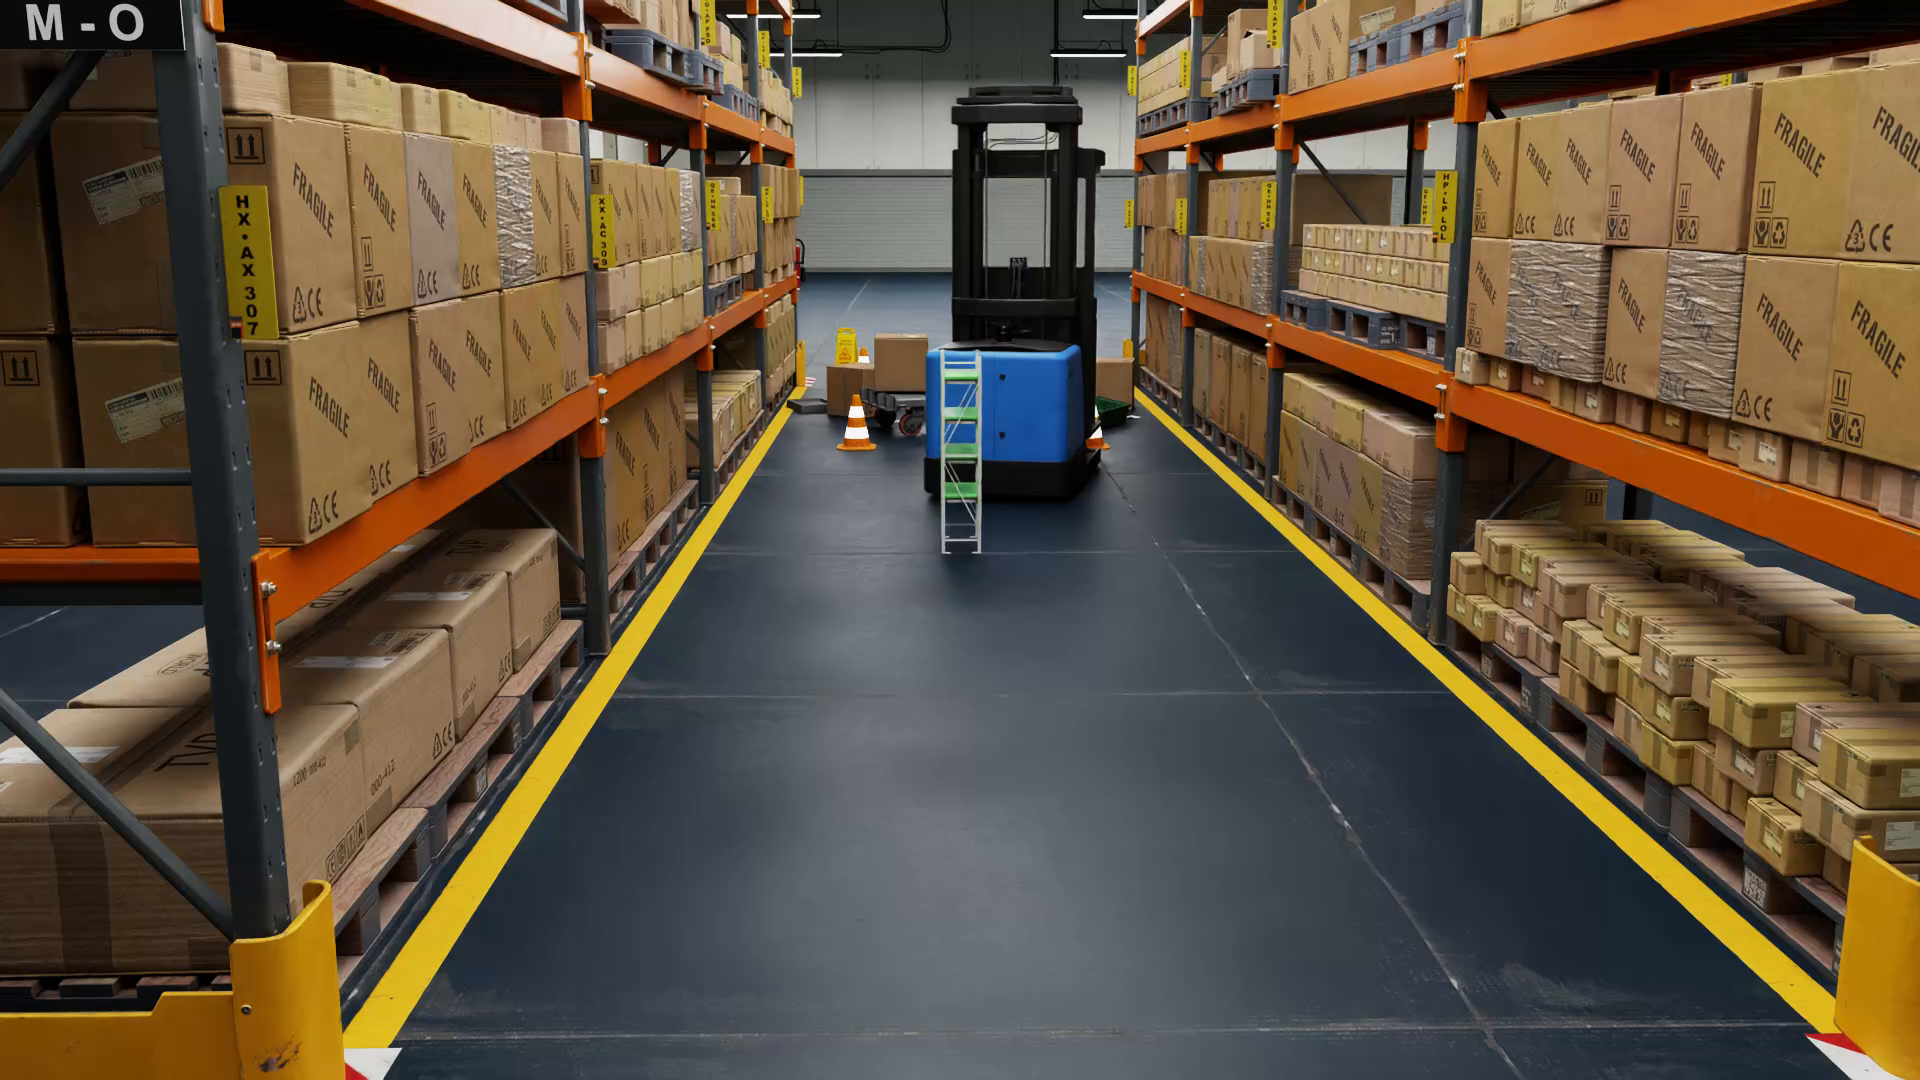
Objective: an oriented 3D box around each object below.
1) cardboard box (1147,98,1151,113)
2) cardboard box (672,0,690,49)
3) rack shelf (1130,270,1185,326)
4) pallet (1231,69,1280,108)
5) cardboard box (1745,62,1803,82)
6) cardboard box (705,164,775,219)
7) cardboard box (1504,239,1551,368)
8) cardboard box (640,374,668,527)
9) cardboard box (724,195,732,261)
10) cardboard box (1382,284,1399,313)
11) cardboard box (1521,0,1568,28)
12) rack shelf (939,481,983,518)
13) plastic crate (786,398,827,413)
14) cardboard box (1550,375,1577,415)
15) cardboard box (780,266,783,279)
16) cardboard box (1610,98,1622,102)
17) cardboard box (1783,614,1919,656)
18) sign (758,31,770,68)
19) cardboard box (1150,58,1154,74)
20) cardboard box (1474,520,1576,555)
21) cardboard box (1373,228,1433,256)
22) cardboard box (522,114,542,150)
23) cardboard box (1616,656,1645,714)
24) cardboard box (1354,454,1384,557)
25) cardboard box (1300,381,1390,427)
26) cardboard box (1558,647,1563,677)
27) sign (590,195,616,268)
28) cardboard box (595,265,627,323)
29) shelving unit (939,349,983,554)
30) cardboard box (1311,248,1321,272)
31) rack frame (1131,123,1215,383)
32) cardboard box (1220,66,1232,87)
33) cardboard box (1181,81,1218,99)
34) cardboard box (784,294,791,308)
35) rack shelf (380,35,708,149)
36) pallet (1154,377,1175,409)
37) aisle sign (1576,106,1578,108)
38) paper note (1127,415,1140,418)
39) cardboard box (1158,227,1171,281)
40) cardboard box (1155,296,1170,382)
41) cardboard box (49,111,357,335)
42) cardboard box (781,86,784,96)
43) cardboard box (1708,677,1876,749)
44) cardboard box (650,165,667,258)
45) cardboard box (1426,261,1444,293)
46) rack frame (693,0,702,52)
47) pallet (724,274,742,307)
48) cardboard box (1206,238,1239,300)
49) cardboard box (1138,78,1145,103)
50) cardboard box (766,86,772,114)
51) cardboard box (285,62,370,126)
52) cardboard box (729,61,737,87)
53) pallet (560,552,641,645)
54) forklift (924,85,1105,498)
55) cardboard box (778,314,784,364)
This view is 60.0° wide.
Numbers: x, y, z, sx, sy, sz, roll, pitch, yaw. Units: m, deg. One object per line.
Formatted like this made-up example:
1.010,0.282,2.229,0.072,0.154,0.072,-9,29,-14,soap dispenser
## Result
2.239,-4.733,18.122,0.380,0.149,0.250,0,11,-1,cardboard box
-2.035,-3.249,10.179,0.700,0.500,0.500,-1,11,-4,cardboard box
2.577,-2.601,17.645,1.077,0.370,4.000,0,11,-1,rack shelf
2.635,-3.266,12.044,1.213,0.211,1.003,0,11,1,pallet
7.490,-4.189,14.802,0.797,0.503,0.637,-1,11,-4,cardboard box
-2.121,-3.289,15.711,0.700,0.500,0.500,0,11,-2,cardboard box
2.560,-0.963,6.760,0.500,0.500,0.500,0,11,-1,cardboard box
-2.300,-0.570,10.112,0.875,0.875,0.875,0,11,0,cardboard box
-2.059,-2.420,12.890,0.500,0.500,0.500,0,11,0,cardboard box
2.552,-1.333,9.160,0.380,0.149,0.250,-1,11,-4,cardboard box
2.549,-2.170,6.542,0.500,0.250,0.500,0,11,-2,cardboard box
0.003,-0.257,10.338,0.258,0.148,0.480,0,11,-1,rack shelf
-1.541,-1.400,17.259,0.402,0.080,0.583,-4,12,-21,plastic crate
2.540,-0.577,6.489,0.380,0.149,0.250,0,11,0,cardboard box
-2.093,-2.860,17.744,0.380,0.149,0.250,0,11,-2,cardboard box
7.244,-4.683,17.929,0.380,0.149,0.250,0,11,-1,cardboard box
3.148,0.362,5.847,0.380,0.149,0.250,0,11,0,cardboard box
-1.773,-4.435,15.040,0.100,0.325,0.005,0,11,-1,sign
2.245,-5.074,17.799,0.380,0.149,0.250,0,11,-2,cardboard box
2.584,0.003,7.616,0.380,0.149,0.250,0,11,1,cardboard box
2.554,-1.678,9.365,0.380,0.149,0.250,-1,11,-4,cardboard box
-1.942,-1.669,6.846,0.380,0.149,0.250,0,11,0,cardboard box
2.547,0.514,5.847,0.380,0.149,0.250,0,11,2,cardboard box
2.506,-0.195,9.204,0.500,0.500,0.500,-1,11,-2,cardboard box
2.484,-0.870,10.649,0.500,0.250,0.500,0,11,-2,cardboard box
2.628,0.505,6.639,0.380,0.149,0.250,-1,11,-4,cardboard box
-1.608,-1.391,7.494,0.100,0.325,0.005,0,11,-1,sign
-1.890,-1.185,7.978,0.500,0.250,0.500,-1,11,-3,cardboard box
0.003,-0.555,10.278,0.258,1.200,0.503,0,11,-1,shelving unit
2.518,-1.838,10.904,0.380,0.149,0.250,0,11,2,cardboard box
2.536,-3.351,19.533,1.000,3.000,0.127,0,11,-1,rack frame
2.388,-3.878,13.910,0.380,0.149,0.250,0,11,-1,cardboard box
2.291,-4.229,15.639,0.380,0.149,0.250,0,11,-1,cardboard box
-2.059,-2.623,18.288,0.380,0.149,0.250,0,11,0,cardboard box
-2.204,-2.440,9.308,1.077,0.370,4.000,0,11,-1,rack shelf
2.653,-1.584,17.836,1.003,0.211,1.213,0,11,-1,pallet
7.196,-4.636,19.330,0.394,0.787,0.004,0,11,-1,aisle sign
1.699,-1.231,16.549,0.147,0.020,0.142,-10,15,-40,paper note
2.560,-3.025,17.547,0.875,0.550,0.500,0,11,-1,cardboard box
2.636,-2.206,18.177,0.875,0.875,0.875,0,11,-2,cardboard box
-1.805,-0.766,4.023,0.500,0.500,0.500,0,11,-2,cardboard box
-2.118,-4.880,18.152,0.380,0.149,0.250,0,11,-2,cardboard box
2.522,0.524,5.050,0.380,0.149,0.250,0,11,-2,cardboard box
-1.948,-1.856,9.399,0.500,0.500,0.500,0,11,-2,cardboard box
2.572,-1.325,8.372,0.380,0.149,0.250,0,11,-1,cardboard box
-2.246,-4.660,10.898,1.000,3.000,0.127,0,11,-1,rack frame
-2.327,-2.020,13.453,1.003,0.211,1.213,0,11,-1,pallet
2.379,-2.300,14.098,0.500,0.500,0.500,0,11,-1,cardboard box
2.289,-5.051,18.690,0.500,0.250,0.500,0,11,-1,cardboard box
-2.084,-4.249,16.043,0.500,0.250,0.500,0,11,-2,cardboard box
-1.778,-1.163,4.348,0.380,0.149,0.250,0,11,1,cardboard box
-2.166,-3.902,14.024,0.500,0.250,0.500,0,11,0,cardboard box
-2.254,0.288,8.607,1.003,0.211,1.213,0,11,-1,pallet
0.529,-1.987,12.979,1.130,2.935,3.031,2,12,11,forklift
-2.102,-2.069,17.187,0.500,0.500,0.500,0,11,2,cardboard box
